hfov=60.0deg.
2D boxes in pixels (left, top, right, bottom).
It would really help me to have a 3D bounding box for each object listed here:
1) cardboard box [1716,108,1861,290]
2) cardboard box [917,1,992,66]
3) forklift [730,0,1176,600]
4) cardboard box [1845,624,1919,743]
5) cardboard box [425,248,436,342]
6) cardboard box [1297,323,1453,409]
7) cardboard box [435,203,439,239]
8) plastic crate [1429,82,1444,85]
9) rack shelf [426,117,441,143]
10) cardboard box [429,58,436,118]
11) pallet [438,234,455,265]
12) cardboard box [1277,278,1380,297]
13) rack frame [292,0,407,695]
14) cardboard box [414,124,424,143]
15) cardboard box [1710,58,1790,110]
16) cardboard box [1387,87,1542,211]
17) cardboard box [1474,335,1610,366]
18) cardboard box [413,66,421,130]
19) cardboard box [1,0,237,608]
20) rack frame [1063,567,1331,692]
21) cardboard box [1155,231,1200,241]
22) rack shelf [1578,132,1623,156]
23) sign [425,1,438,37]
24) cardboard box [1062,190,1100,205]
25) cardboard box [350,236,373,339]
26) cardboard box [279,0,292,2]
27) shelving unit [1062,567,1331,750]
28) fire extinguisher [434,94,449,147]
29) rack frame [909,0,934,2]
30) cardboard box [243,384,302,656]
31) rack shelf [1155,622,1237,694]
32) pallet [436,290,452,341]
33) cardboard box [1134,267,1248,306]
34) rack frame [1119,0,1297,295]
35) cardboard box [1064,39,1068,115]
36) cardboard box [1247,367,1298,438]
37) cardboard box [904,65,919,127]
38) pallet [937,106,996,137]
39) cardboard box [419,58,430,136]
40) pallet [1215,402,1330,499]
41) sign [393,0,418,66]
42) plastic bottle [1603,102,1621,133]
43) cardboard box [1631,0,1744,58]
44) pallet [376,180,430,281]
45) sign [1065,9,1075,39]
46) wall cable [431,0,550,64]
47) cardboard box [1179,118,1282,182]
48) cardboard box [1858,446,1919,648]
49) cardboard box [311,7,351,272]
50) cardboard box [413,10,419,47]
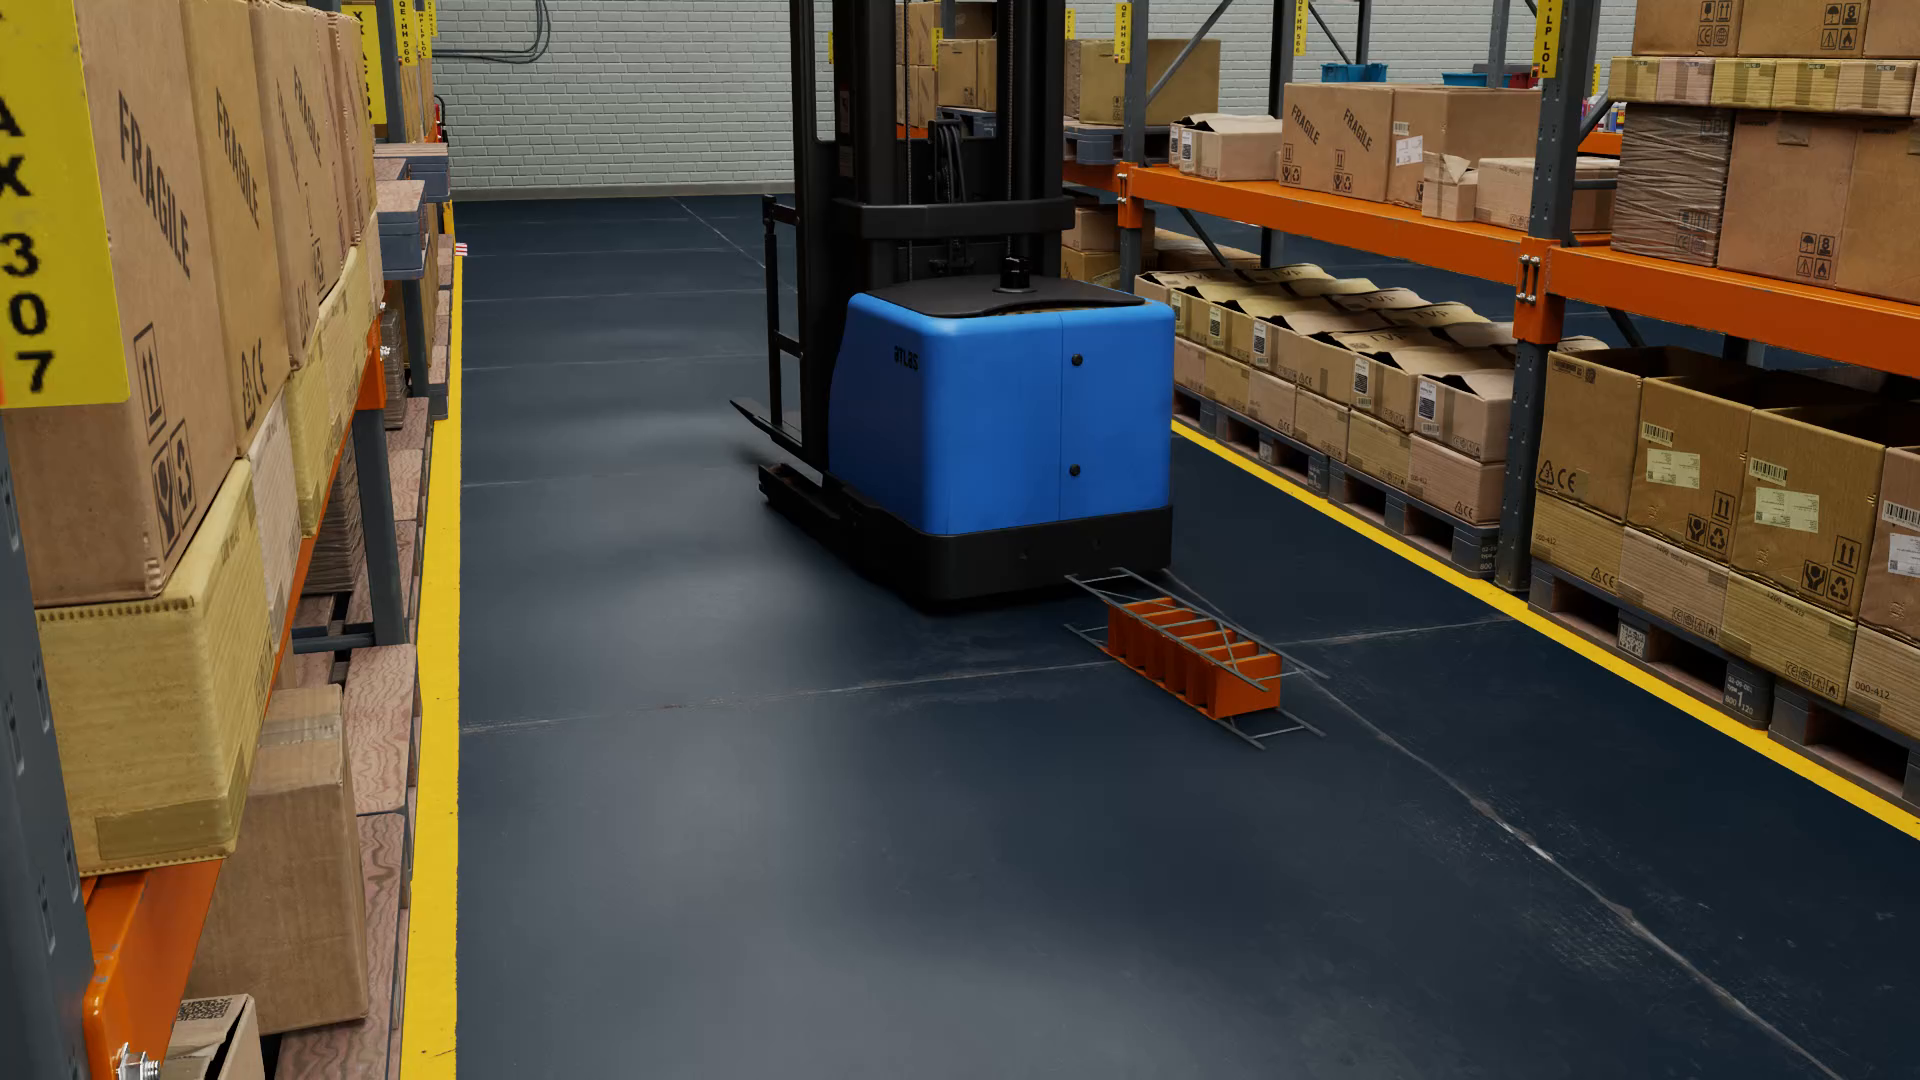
[{"bbox_3d":[2.820,-1.066,5.113,0.700,0.500,0.500,-5,17,-16],"label":"cardboard box"},{"bbox_3d":[-0.045,-4.145,13.625,0.500,0.500,0.500,-5,17,-15],"label":"cardboard box"},{"bbox_3d":[-0.259,-1.567,7.074,1.130,2.935,3.031,-7,18,-23],"label":"forklift"},{"bbox_3d":[2.785,0.397,4.465,0.500,0.250,0.500,-5,17,-15],"label":"cardboard box"},{"bbox_3d":[-3.631,-1.628,10.164,0.750,0.750,0.750,-5,17,-16],"label":"cardboard box"},{"bbox_3d":[1.870,-0.810,7.508,0.500,0.311,0.500,-5,17,-15],"label":"cardboard box"},{"bbox_3d":[-5.230,-3.031,15.442,0.700,0.500,0.500,-5,17,-15],"label":"cardboard box"},{"bbox_3d":[4.864,-4.298,16.149,0.437,0.282,0.530,-5,17,-15],"label":"plastic crate"},{"bbox_3d":[-4.969,-3.315,14.023,1.077,0.370,4.000,-5,17,-15],"label":"rack shelf"},{"bbox_3d":[-5.369,-4.216,15.251,0.980,0.700,0.700,-4,17,-13],"label":"cardboard box"},{"bbox_3d":[-5.224,-2.662,15.447,1.003,0.211,1.213,-5,17,-15],"label":"pallet"},{"bbox_3d":[1.972,-1.276,9.062,0.500,0.311,0.500,-5,17,-16],"label":"cardboard box"},{"bbox_3d":[-2.221,-0.893,4.711,1.000,3.000,0.127,-5,17,-15],"label":"rack frame"},{"bbox_3d":[-3.805,-2.713,11.170,0.380,0.149,0.250,-5,17,-15],"label":"cardboard box"},{"bbox_3d":[2.571,-1.414,5.144,0.380,0.149,0.250,-5,17,-17],"label":"cardboard box"},{"bbox_3d":[2.201,-1.693,7.201,0.500,0.500,0.500,-3,17,-11],"label":"cardboard box"},{"bbox_3d":[2.535,-0.712,7.182,0.500,0.311,0.500,-5,17,-16],"label":"cardboard box"},{"bbox_3d":[-3.628,-2.780,10.269,0.500,0.500,0.500,-4,17,-14],"label":"cardboard box"},{"bbox_3d":[-0.964,-0.239,1.457,0.500,0.500,0.500,-5,17,-15],"label":"cardboard box"},{"bbox_3d":[0.732,0.270,5.399,0.240,0.006,1.200,-8,18,-24],"label":"rack frame"},{"bbox_3d":[1.309,-1.838,11.436,0.500,0.500,0.500,-5,17,-16],"label":"cardboard box"},{"bbox_3d":[5.656,-2.992,12.947,1.077,0.370,4.000,-5,17,-15],"label":"rack shelf"},{"bbox_3d":[-4.993,-4.919,15.691,0.100,0.325,0.005,-5,17,-15],"label":"sign"},{"bbox_3d":[0.654,-2.303,11.682,0.500,0.250,0.500,-5,17,-16],"label":"cardboard box"},{"bbox_3d":[-1.670,-0.585,3.913,0.500,0.250,0.500,-5,17,-15],"label":"cardboard box"},{"bbox_3d":[-3.694,-2.664,8.576,0.500,0.250,0.500,-4,17,-14],"label":"cardboard box"},{"bbox_3d":[0.732,0.357,5.426,0.258,0.189,1.200,-8,18,-24],"label":"shelving unit"},{"bbox_3d":[-5.116,-4.075,16.087,0.296,0.674,0.183,-5,17,-15],"label":"fire extinguisher"},{"bbox_3d":[-0.757,-4.605,17.069,1.000,3.000,0.127,-5,17,-15],"label":"rack frame"},{"bbox_3d":[-1.107,-0.027,2.054,0.500,0.250,0.500,-5,18,-17],"label":"cardboard box"},{"bbox_3d":[0.765,0.377,5.360,0.258,0.180,0.103,-8,18,-24],"label":"rack shelf"},{"bbox_3d":[-4.135,-1.563,11.789,1.003,0.211,1.213,-5,17,-15],"label":"pallet"},{"bbox_3d":[1.303,-1.377,9.397,0.500,0.311,0.500,-4,17,-13],"label":"cardboard box"},{"bbox_3d":[1.442,-2.392,9.702,1.000,3.000,0.127,-5,17,-15],"label":"rack frame"},{"bbox_3d":[0.888,-3.264,11.700,0.700,0.500,0.500,-10,19,-29],"label":"cardboard box"},{"bbox_3d":[1.732,-0.684,8.066,0.500,0.250,0.500,-4,17,-14],"label":"cardboard box"},{"bbox_3d":[-0.184,-3.807,14.238,0.500,0.500,0.500,-4,17,-14],"label":"cardboard box"},{"bbox_3d":[0.457,-3.177,12.648,1.003,0.211,1.213,-5,17,-15],"label":"pallet"},{"bbox_3d":[-4.553,-3.401,12.539,0.980,0.700,0.700,-4,17,-14],"label":"cardboard box"},{"bbox_3d":[1.962,-0.489,8.213,1.003,0.211,1.213,-5,17,-15],"label":"pallet"},{"bbox_3d":[-2.801,-2.562,8.391,0.100,0.325,0.005,-5,17,-15],"label":"sign"},{"bbox_3d":[5.185,-3.351,13.111,0.152,0.276,0.135,-5,17,-15],"label":"plastic bottle"},{"bbox_3d":[2.669,-1.833,5.411,0.700,0.500,0.500,-5,17,-15],"label":"cardboard box"},{"bbox_3d":[-2.291,-1.024,5.481,1.003,0.211,1.213,-5,17,-15],"label":"pallet"},{"bbox_3d":[0.875,-4.098,13.368,0.100,0.325,0.005,-5,17,-15],"label":"sign"},{"bbox_3d":[-6.729,-7.191,20.648,3.097,2.526,0.112,-5,17,-15],"label":"wall cable"},{"bbox_3d":[1.501,-2.087,8.840,0.500,0.311,0.500,-5,17,-16],"label":"cardboard box"},{"bbox_3d":[2.782,0.039,4.356,0.500,0.500,0.500,-5,17,-15],"label":"cardboard box"},{"bbox_3d":[-1.523,-0.806,3.344,0.500,0.500,0.500,-5,17,-17],"label":"cardboard box"},{"bbox_3d":[-4.045,-3.556,11.547,0.500,0.250,0.500,-4,17,-14],"label":"cardboard box"}]
